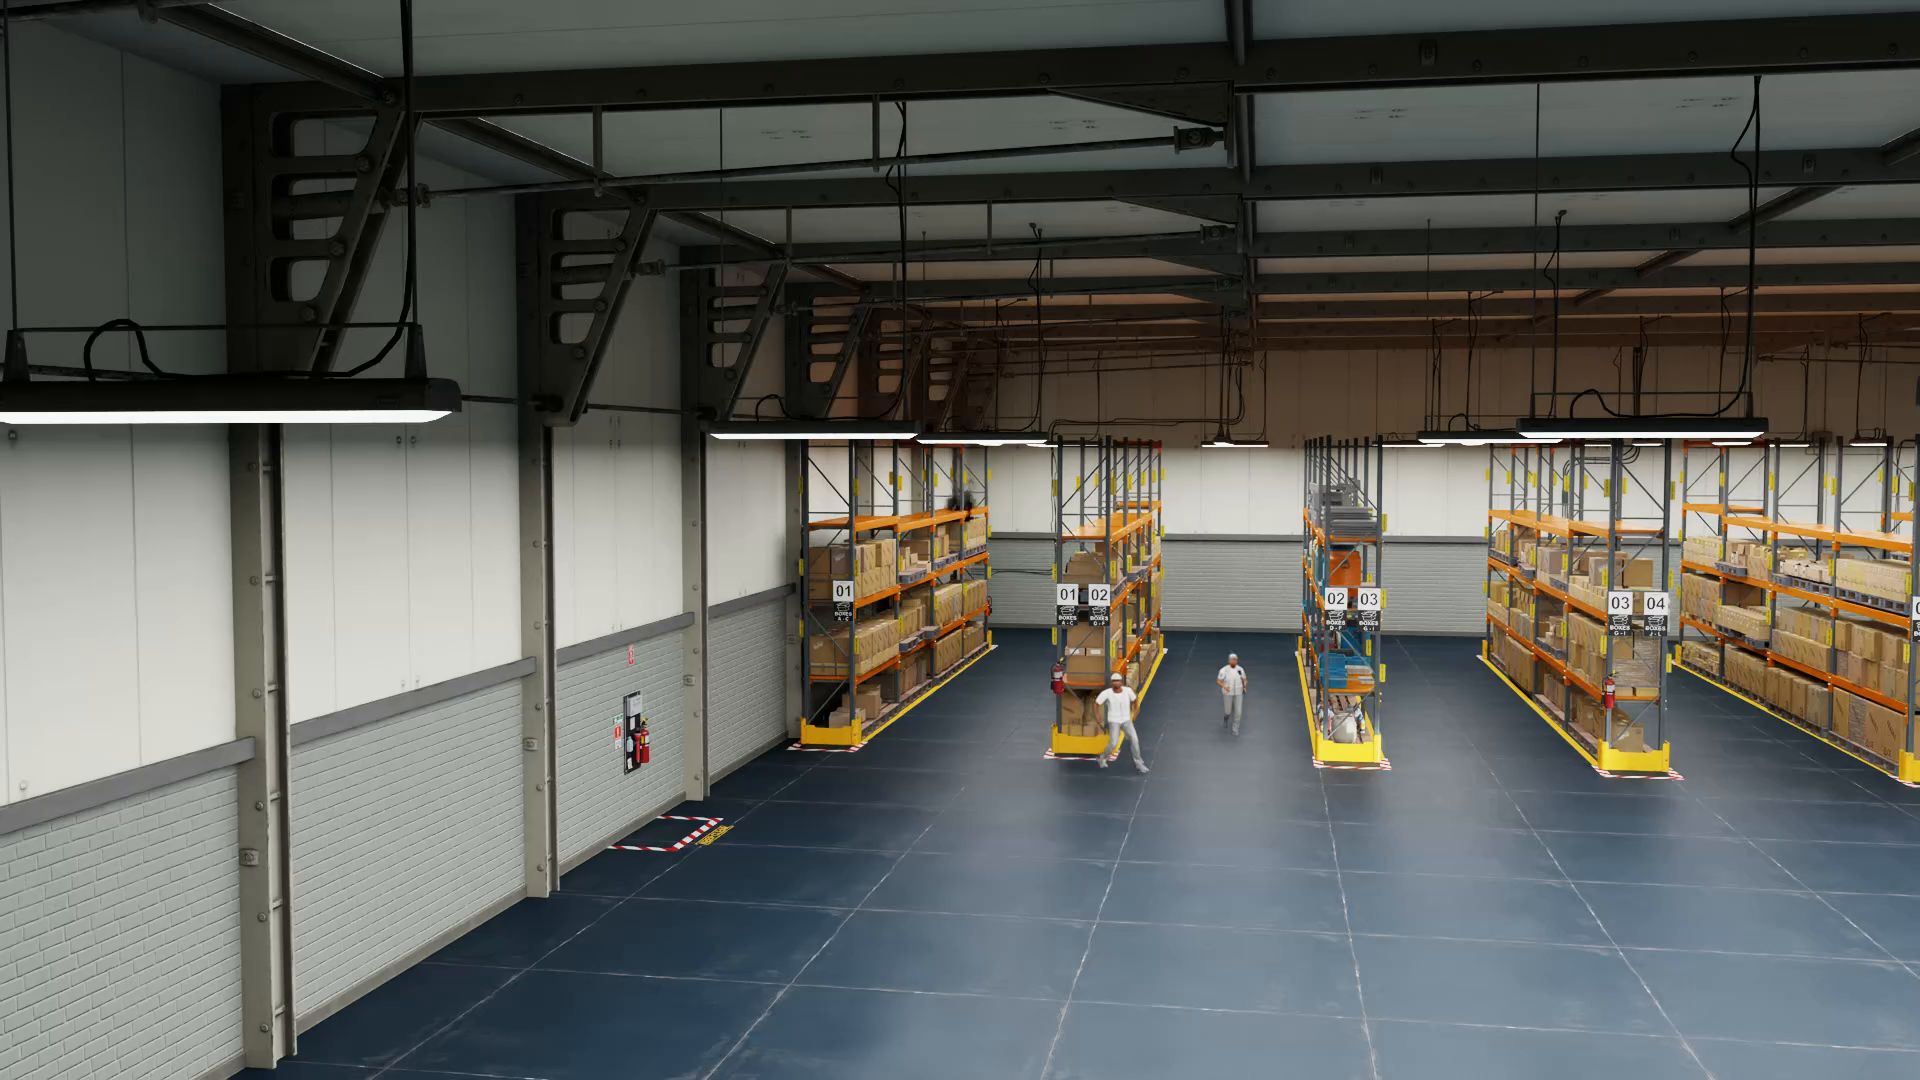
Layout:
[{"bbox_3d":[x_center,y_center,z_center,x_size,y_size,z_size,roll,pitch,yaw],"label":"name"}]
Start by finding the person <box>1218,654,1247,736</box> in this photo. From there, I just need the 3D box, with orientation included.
[{"bbox_3d":[5.489,3.100,33.503,0.590,1.618,0.632,0,3,-2],"label":"person"}]

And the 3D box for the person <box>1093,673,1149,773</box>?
[{"bbox_3d":[2.852,3.246,29.598,0.865,1.738,0.715,-1,3,-20],"label":"person"}]

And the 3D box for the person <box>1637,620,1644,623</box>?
[{"bbox_3d":[18.244,2.435,45.005,0.679,1.718,0.686,-3,4,-41],"label":"person"}]
